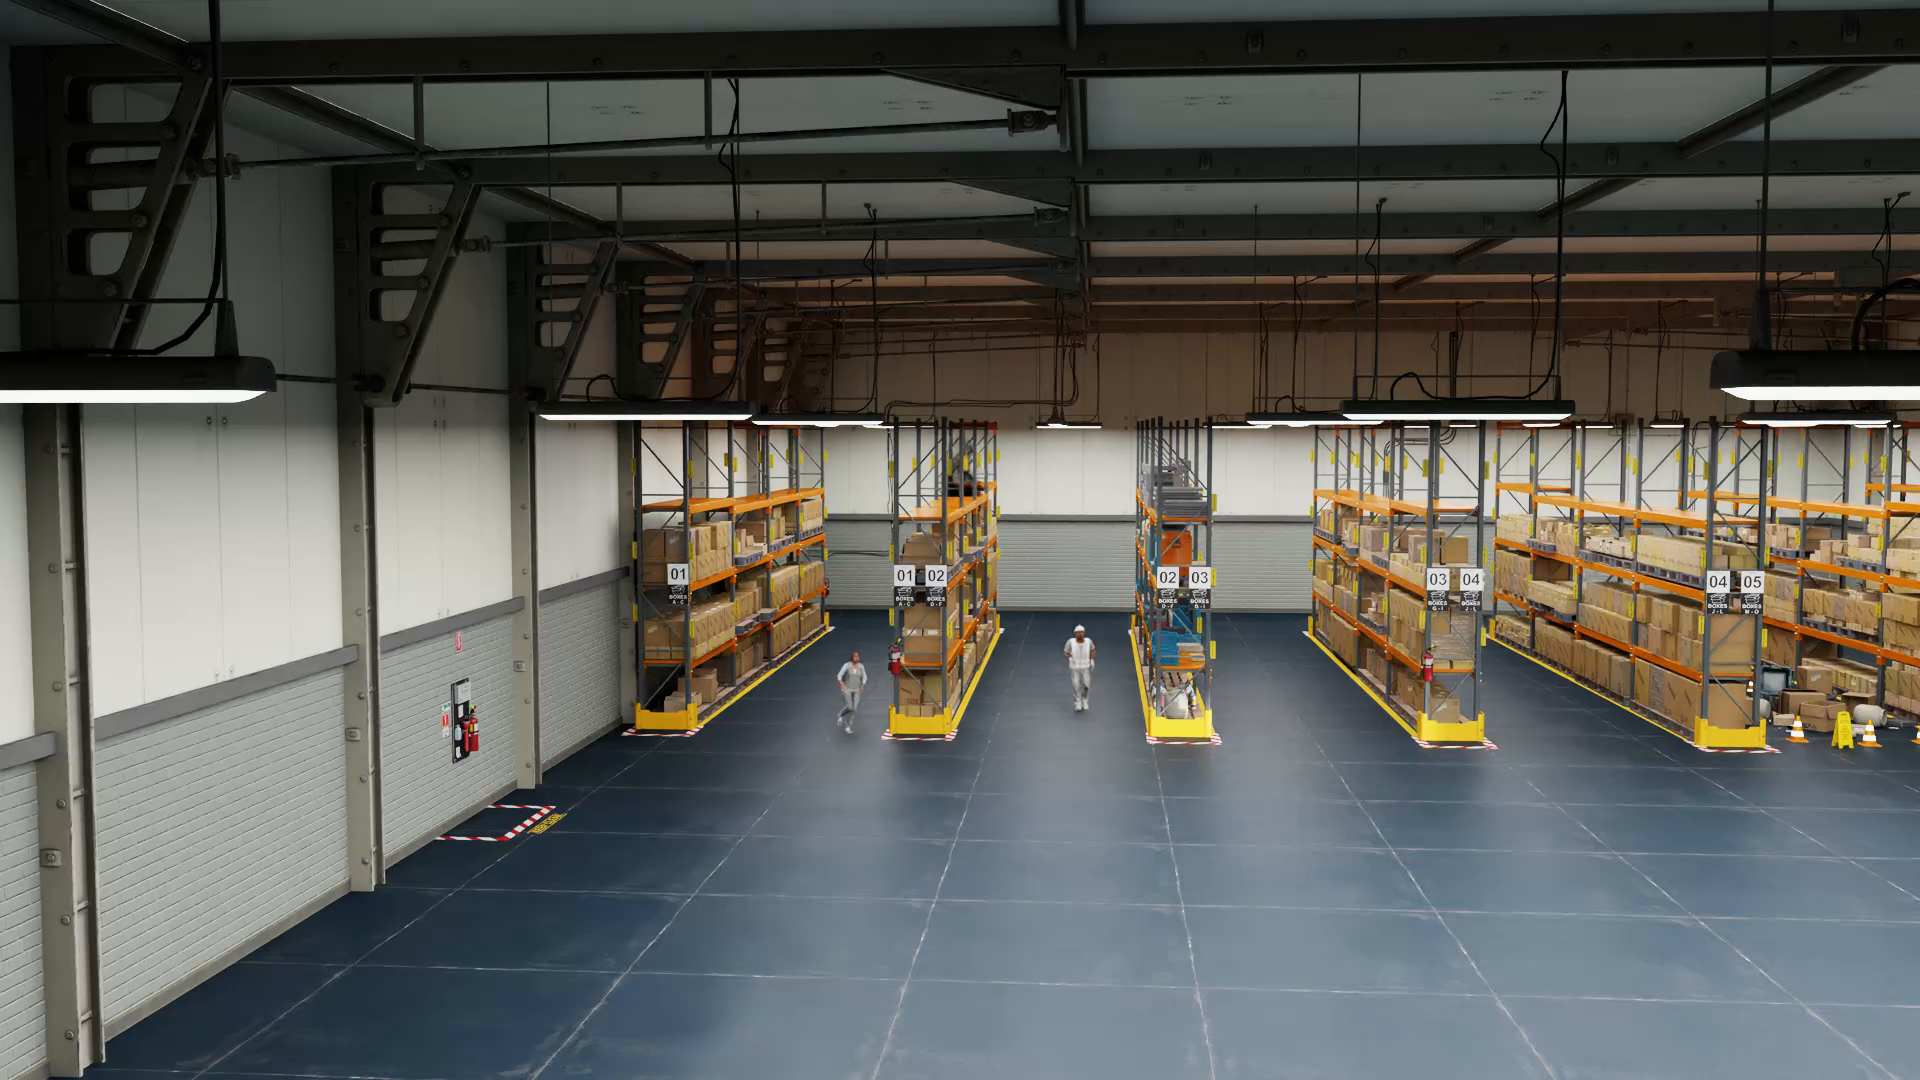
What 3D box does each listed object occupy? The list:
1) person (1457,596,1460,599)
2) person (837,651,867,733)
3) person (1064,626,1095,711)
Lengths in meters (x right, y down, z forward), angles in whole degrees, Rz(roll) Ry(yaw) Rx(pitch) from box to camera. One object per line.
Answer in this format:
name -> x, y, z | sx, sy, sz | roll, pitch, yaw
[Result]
person -> 14.274, 1.809, 47.082 | 0.561, 1.686, 0.736 | -2, 4, -26
person -> -2.041, 2.897, 31.722 | 0.552, 1.575, 0.530 | -1, 4, -21
person -> 2.448, 2.613, 33.968 | 0.660, 1.739, 0.656 | 0, 4, 0
